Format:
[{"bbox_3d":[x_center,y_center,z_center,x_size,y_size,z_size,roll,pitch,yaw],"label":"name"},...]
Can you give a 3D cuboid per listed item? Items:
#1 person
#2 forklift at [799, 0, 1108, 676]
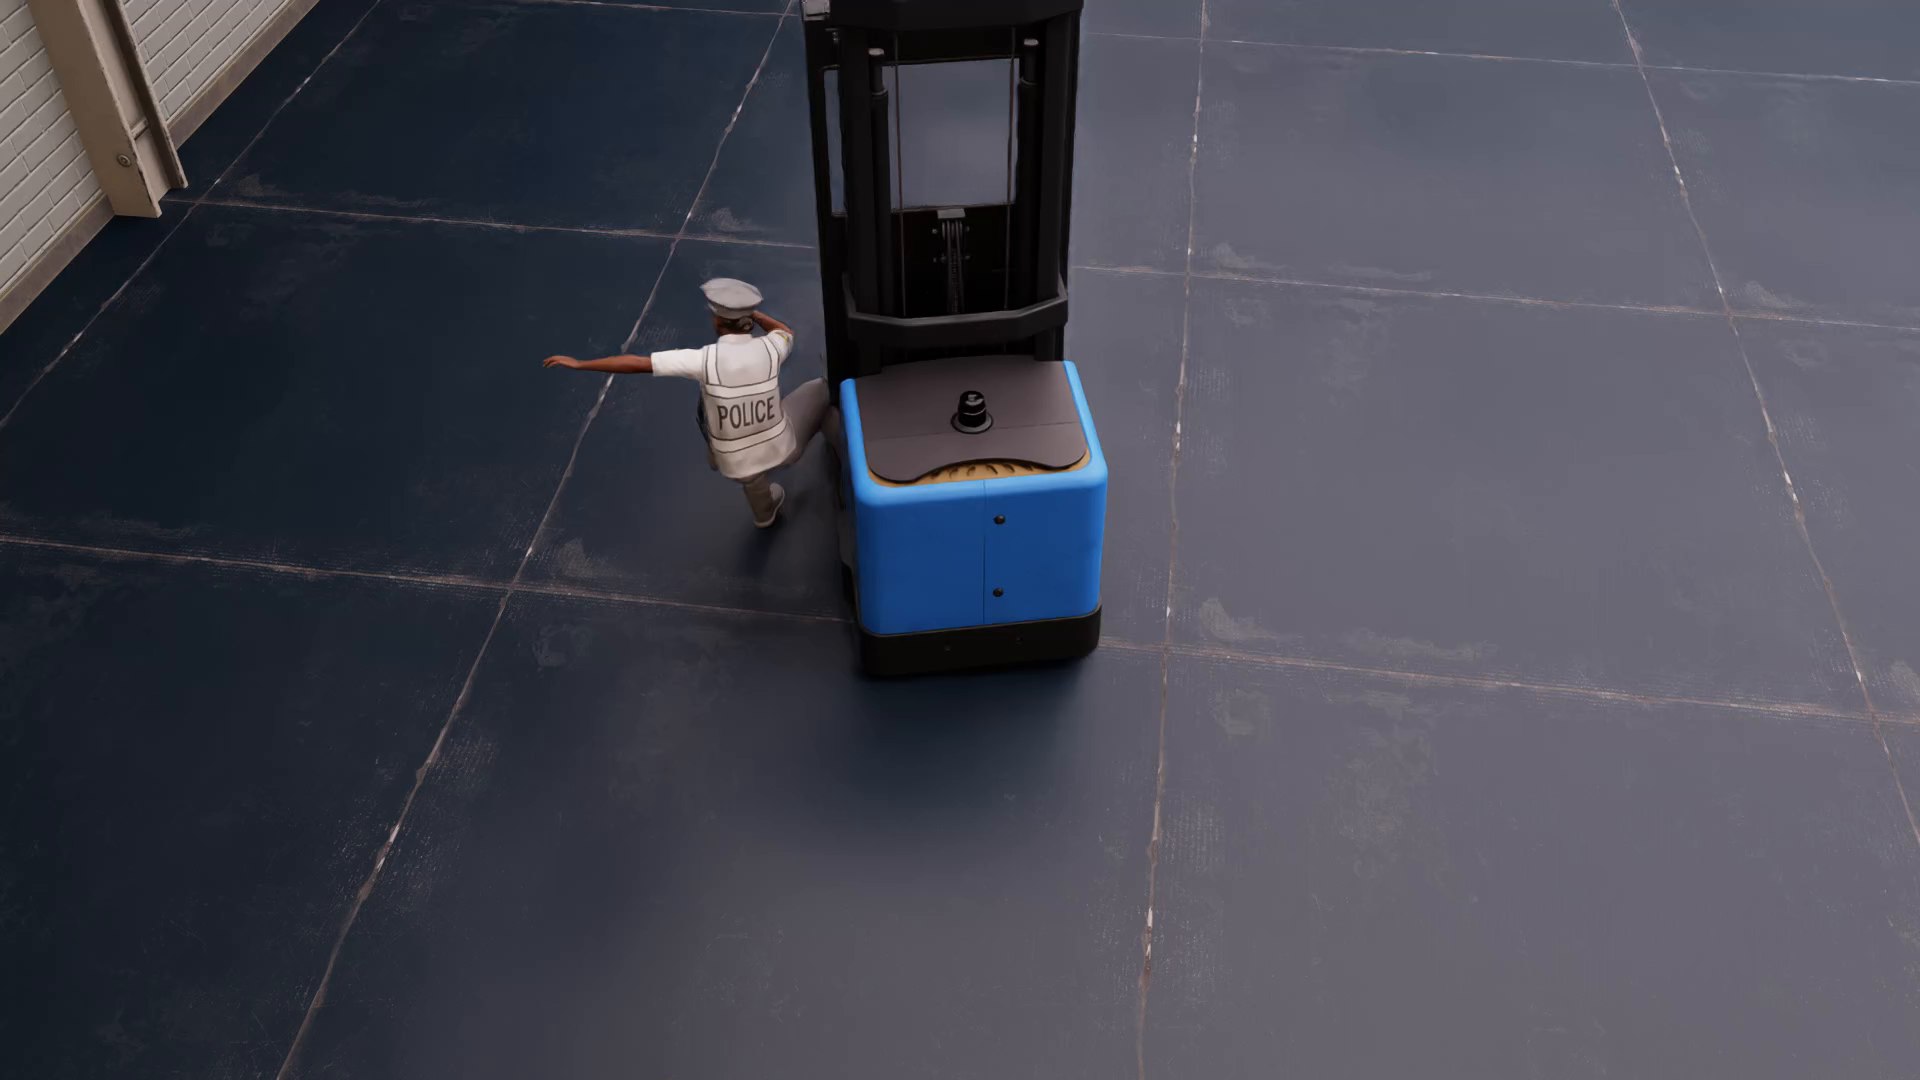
[{"bbox_3d":[-1.045,-0.584,7.463,1.501,1.322,0.726,-11,44,-12],"label":"person"},{"bbox_3d":[-0.105,-1.497,7.354,1.130,2.935,3.031,-5,43,-6],"label":"forklift"}]
